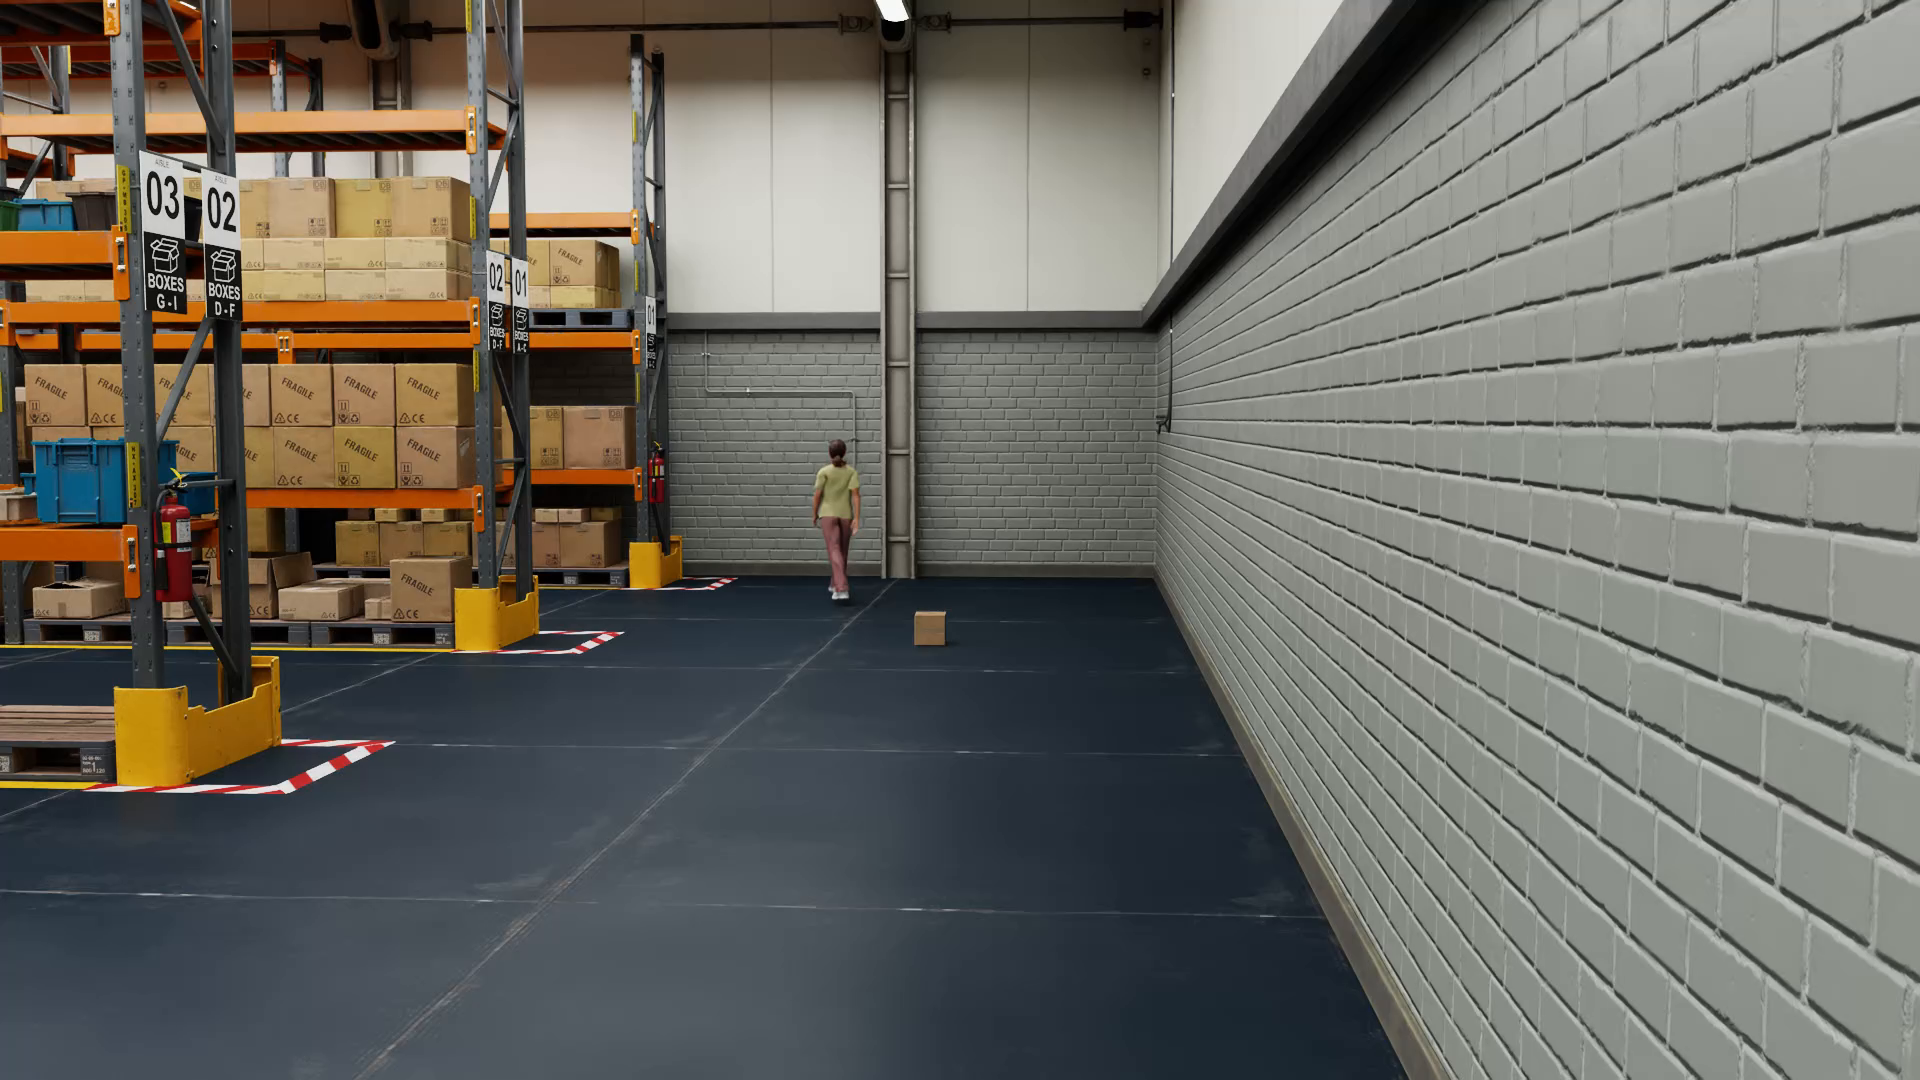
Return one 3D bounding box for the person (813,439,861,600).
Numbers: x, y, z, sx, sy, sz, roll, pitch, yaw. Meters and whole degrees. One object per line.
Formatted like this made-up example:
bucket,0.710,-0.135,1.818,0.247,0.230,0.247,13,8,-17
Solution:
person,-1.284,-0.210,16.951,0.457,1.580,1.024,-1,4,-19
